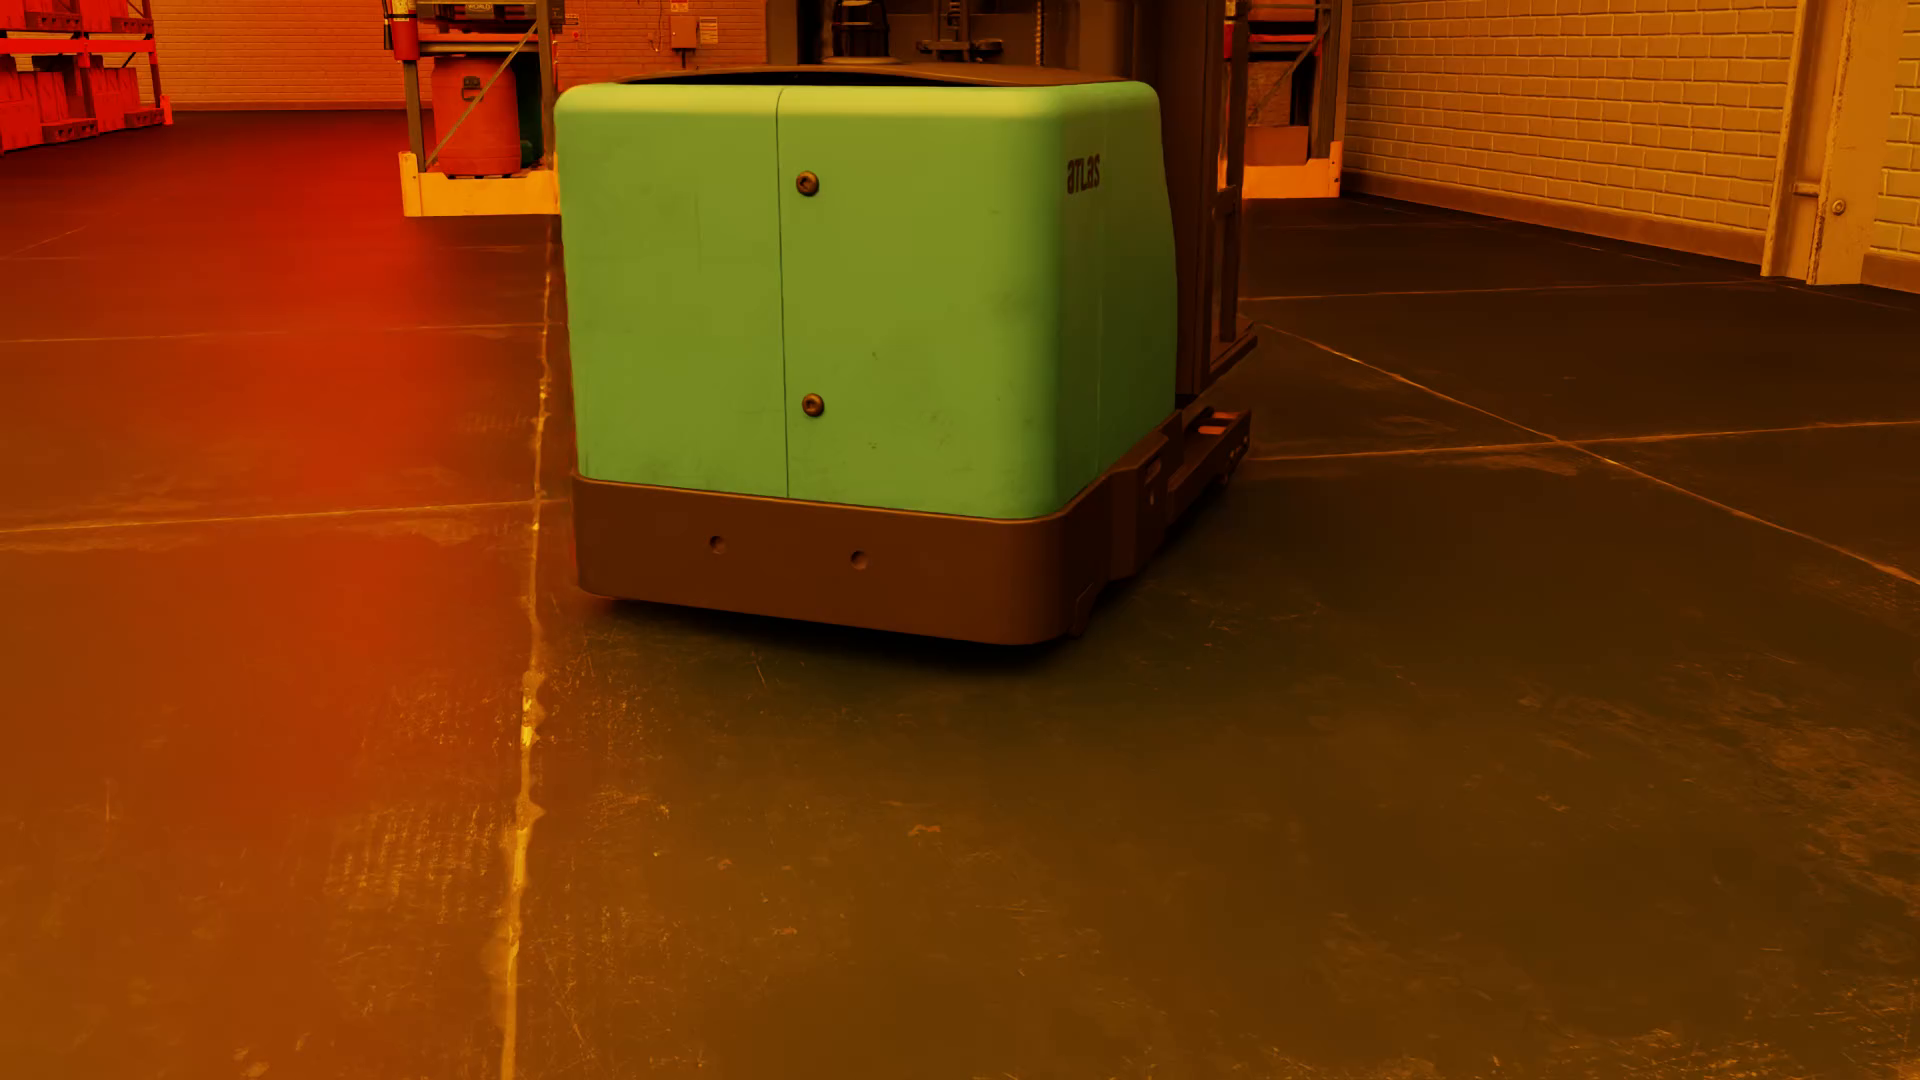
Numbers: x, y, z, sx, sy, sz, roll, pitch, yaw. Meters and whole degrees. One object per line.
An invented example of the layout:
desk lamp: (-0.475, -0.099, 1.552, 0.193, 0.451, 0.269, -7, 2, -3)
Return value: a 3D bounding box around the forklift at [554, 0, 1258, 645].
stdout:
forklift: (0.185, -1.586, 4.208, 1.130, 2.935, 3.031, 6, 18, 19)
